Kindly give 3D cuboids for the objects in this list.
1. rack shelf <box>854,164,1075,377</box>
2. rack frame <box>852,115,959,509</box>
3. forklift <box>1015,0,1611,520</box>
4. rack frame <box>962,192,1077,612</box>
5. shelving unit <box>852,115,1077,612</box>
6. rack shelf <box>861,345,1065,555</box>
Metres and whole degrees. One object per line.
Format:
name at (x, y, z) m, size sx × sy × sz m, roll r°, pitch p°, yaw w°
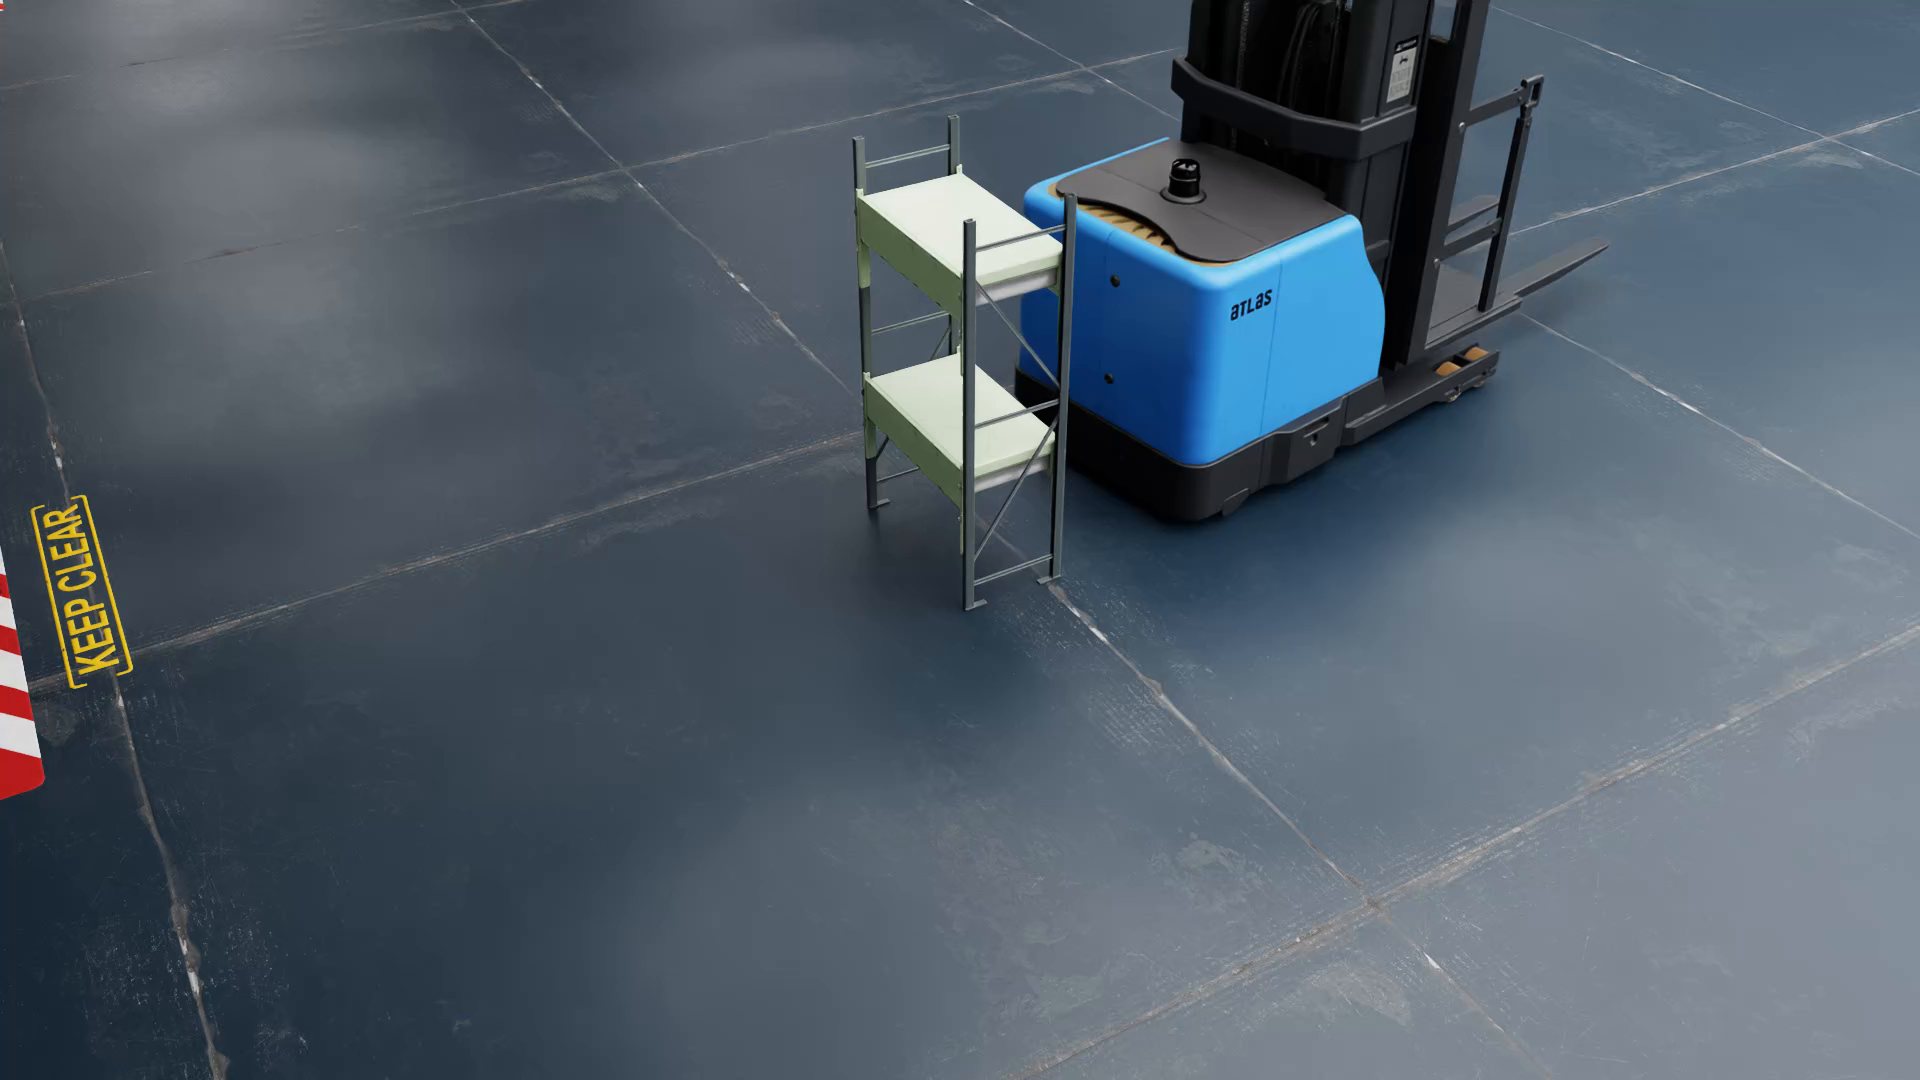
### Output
rack shelf at (0.003, -0.917, 5.573) m, size 0.431 × 0.370 × 0.720 m, roll -19°, pitch 40°, yaw -24°
rack frame at (-0.181, -0.789, 6.059) m, size 0.400 × 1.500 × 0.023 m, roll -19°, pitch 40°, yaw -24°
forklift at (1.677, -1.982, 6.479) m, size 3.031 × 2.935 × 1.130 m, roll -26°, pitch 44°, yaw -31°
rack frame at (0.187, -0.416, 5.547) m, size 0.400 × 1.500 × 0.023 m, roll -19°, pitch 40°, yaw -24°
shelving unit at (0.003, -0.602, 5.803) m, size 0.431 × 1.500 × 0.755 m, roll -19°, pitch 40°, yaw -24°
rack shelf at (0.003, -0.339, 5.995) m, size 0.431 × 0.370 × 0.720 m, roll -19°, pitch 40°, yaw -24°
